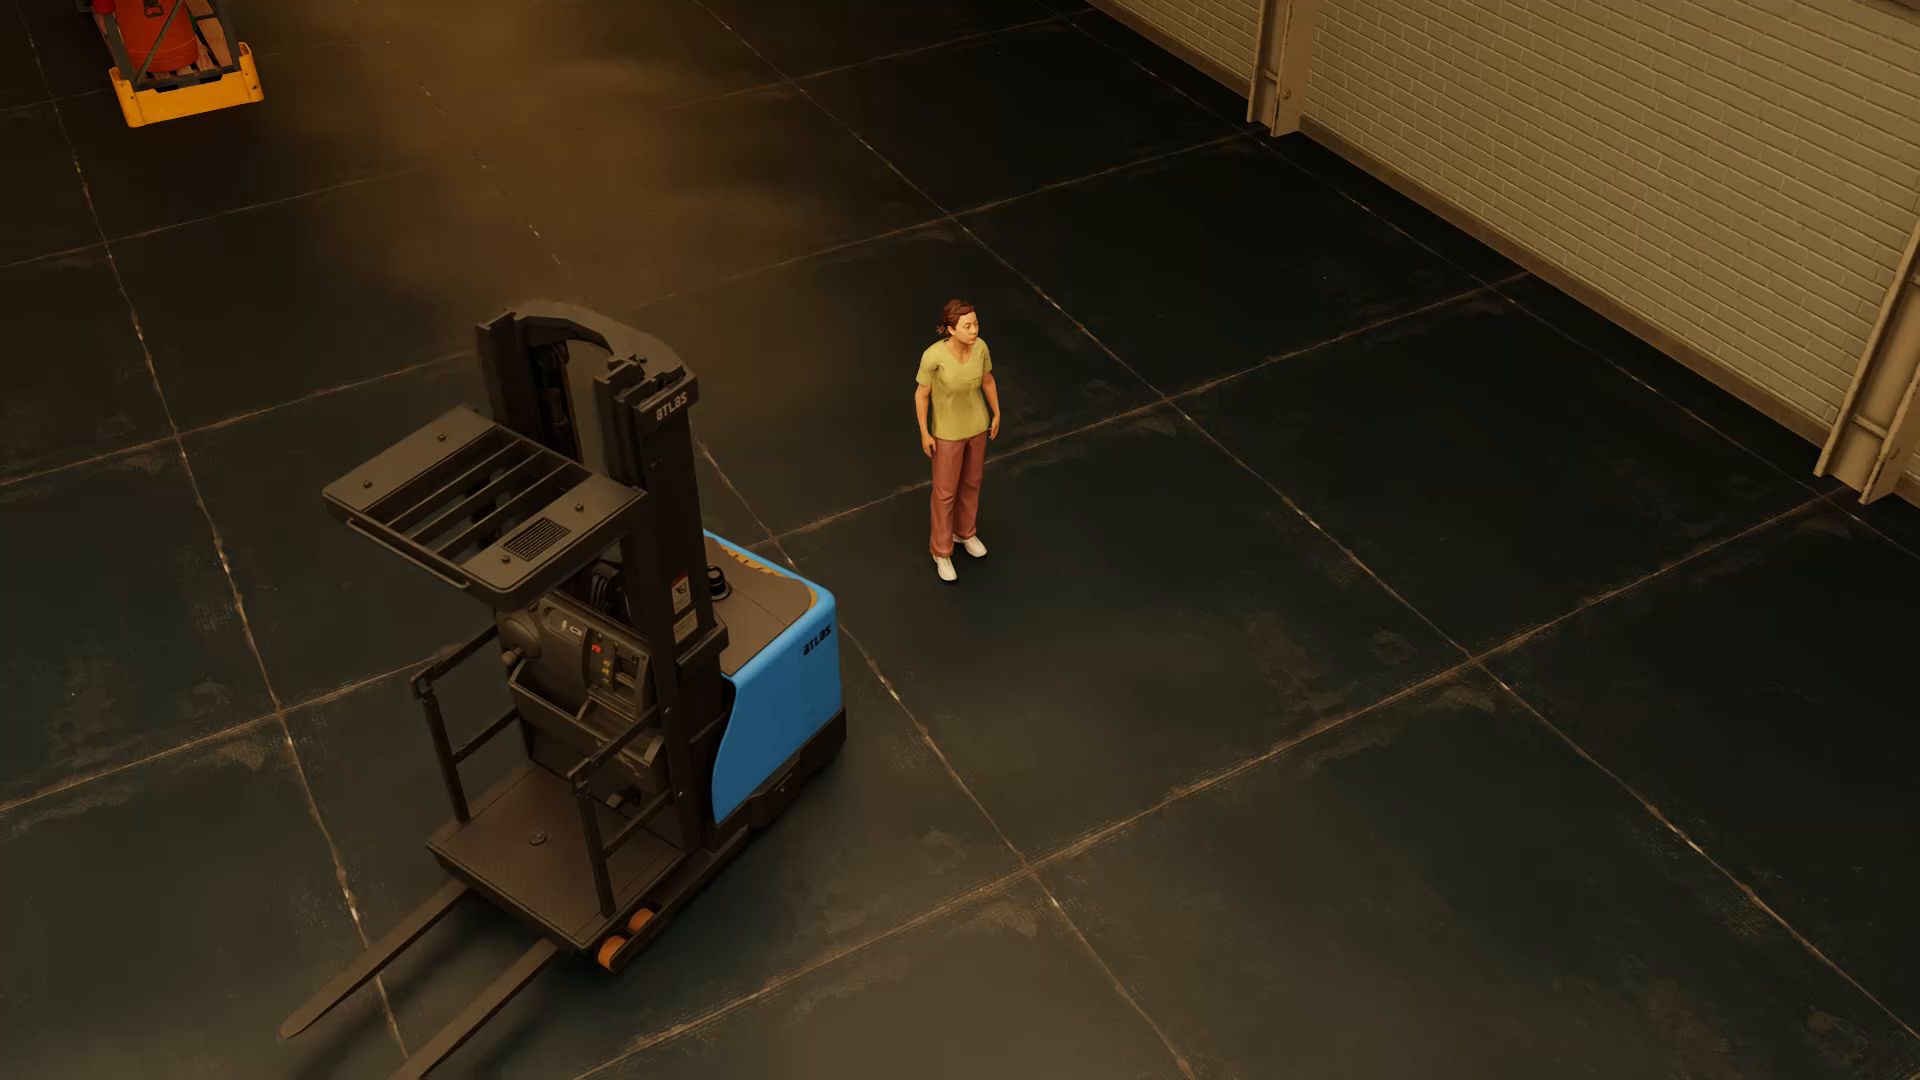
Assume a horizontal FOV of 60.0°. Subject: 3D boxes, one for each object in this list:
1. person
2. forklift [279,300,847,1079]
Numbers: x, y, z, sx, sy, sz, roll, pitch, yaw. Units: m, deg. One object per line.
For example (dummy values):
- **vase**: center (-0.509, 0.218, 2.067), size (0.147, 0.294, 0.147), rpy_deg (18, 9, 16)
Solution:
- **person**: center (0.028, -0.606, 9.739), size (0.555, 1.675, 0.549), rpy_deg (-20, 44, -23)
- **forklift**: center (-1.871, 0.556, 7.366), size (1.130, 2.935, 3.031), rpy_deg (24, 45, 26)
